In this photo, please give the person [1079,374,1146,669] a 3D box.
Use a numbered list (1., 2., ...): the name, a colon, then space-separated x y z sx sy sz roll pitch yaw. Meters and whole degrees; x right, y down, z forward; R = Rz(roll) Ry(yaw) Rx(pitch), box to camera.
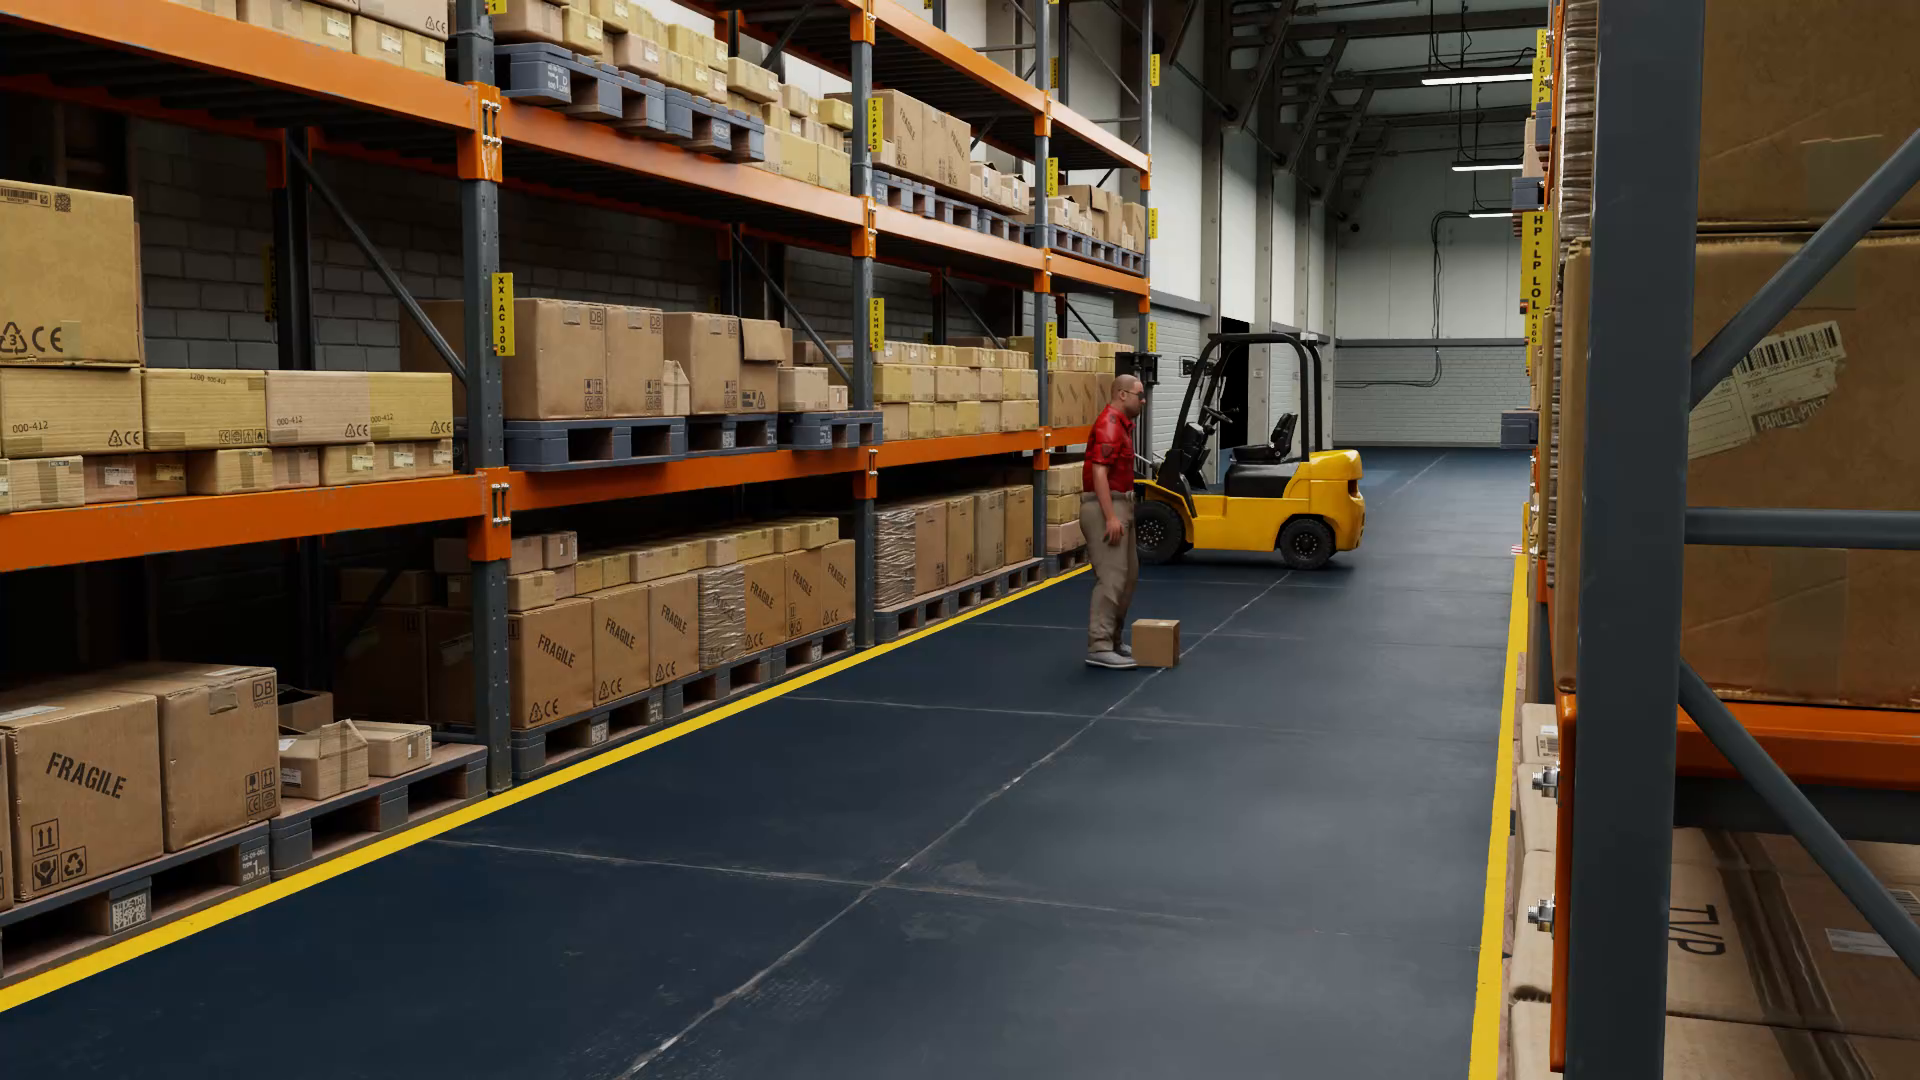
1. person: 0.925 -0.126 9.962 0.394 1.726 0.604 1 5 15
